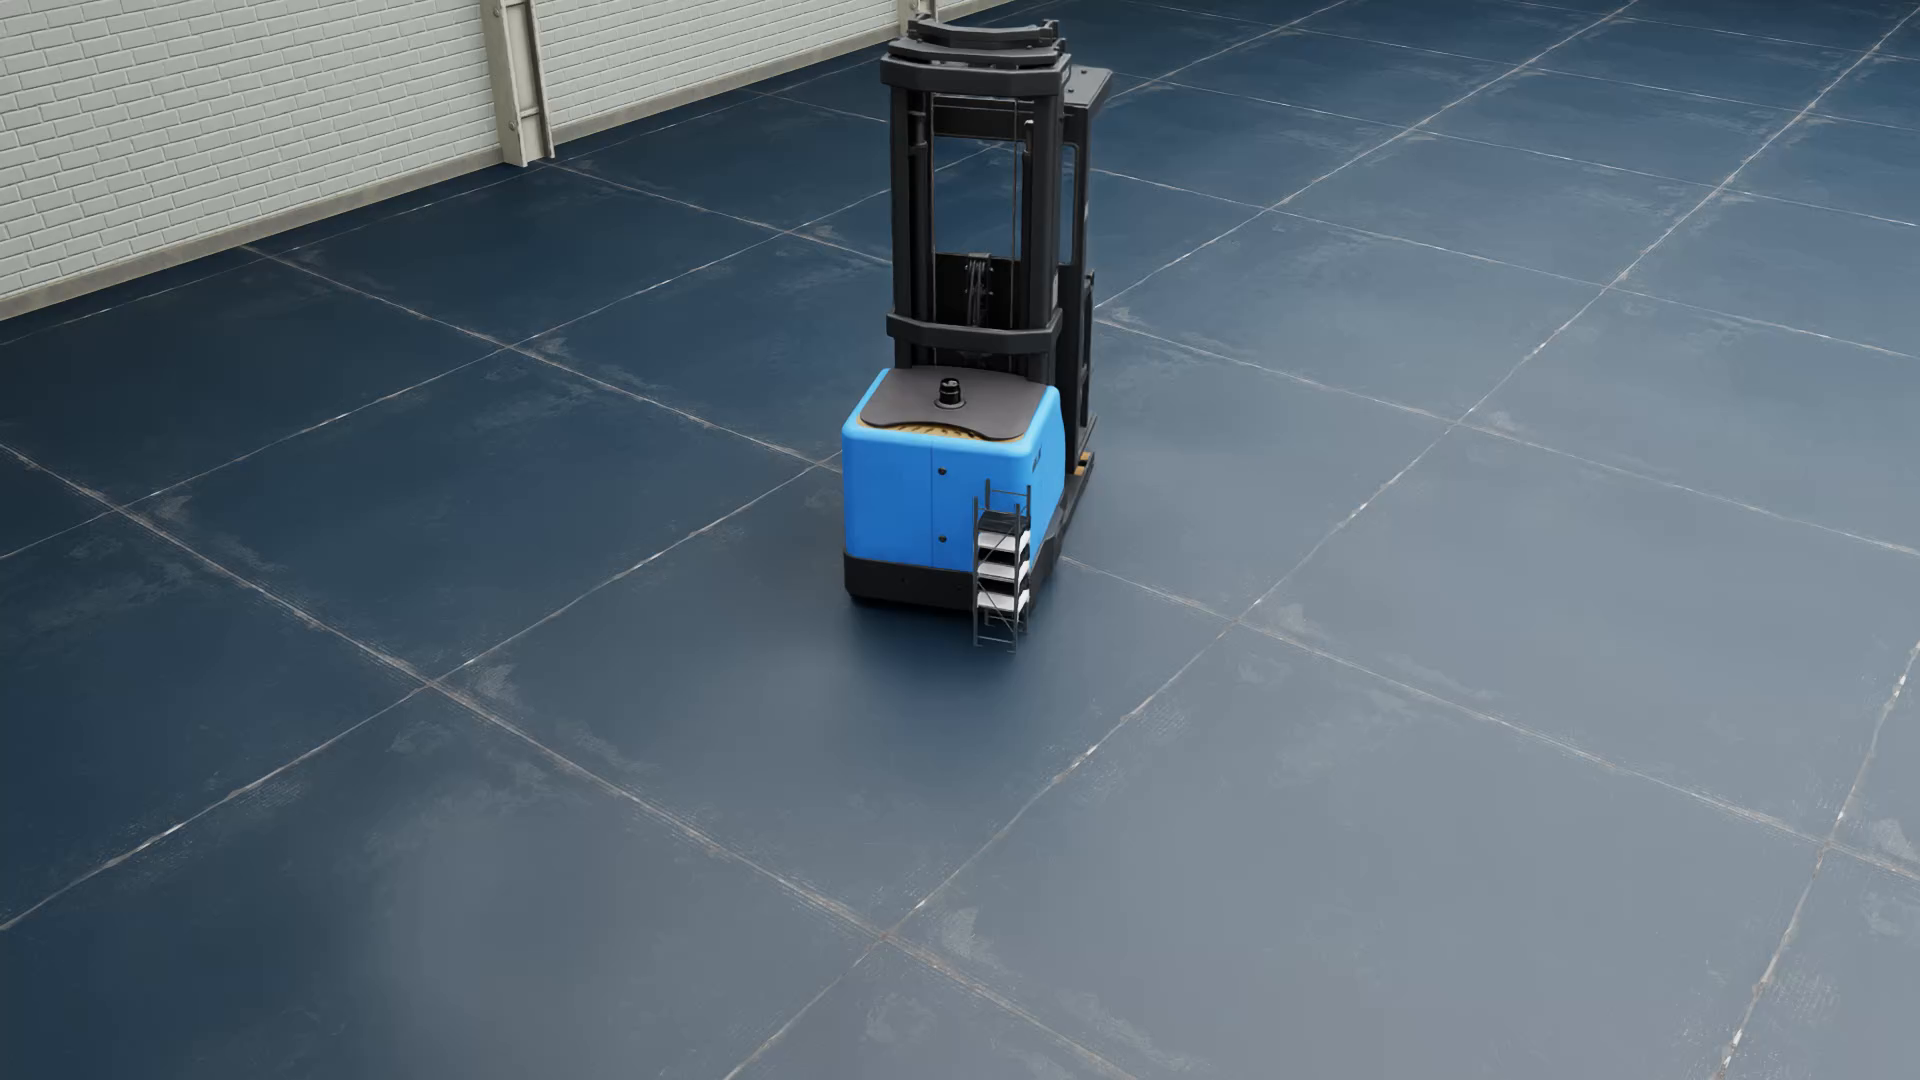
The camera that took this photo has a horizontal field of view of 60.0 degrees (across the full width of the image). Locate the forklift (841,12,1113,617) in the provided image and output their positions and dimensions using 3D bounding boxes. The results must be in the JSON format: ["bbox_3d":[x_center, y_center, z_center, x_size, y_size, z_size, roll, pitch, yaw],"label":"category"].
[{"bbox_3d":[0.222,-1.590,9.558,1.130,2.935,3.031,7,31,12],"label":"forklift"}]

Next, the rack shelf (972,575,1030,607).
[{"bbox_3d":[0.215,0.247,8.693,0.258,0.077,0.200,9,32,15],"label":"rack shelf"}]

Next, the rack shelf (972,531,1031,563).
[{"bbox_3d":[0.215,0.014,8.555,0.258,0.077,0.200,9,32,15],"label":"rack shelf"}]

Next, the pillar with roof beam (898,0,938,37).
[{"bbox_3d":[2.930,-8.629,15.484,9.100,9.000,0.400,21,37,31],"label":"pillar with roof beam"}]

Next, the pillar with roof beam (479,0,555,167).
[{"bbox_3d":[-0.692,-6.190,11.369,9.100,9.000,0.400,21,37,31],"label":"pillar with roof beam"}]

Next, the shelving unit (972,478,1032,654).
[{"bbox_3d":[0.215,0.141,8.630,0.258,0.900,0.210,9,32,15],"label":"shelving unit"}]

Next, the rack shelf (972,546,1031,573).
[{"bbox_3d":[0.215,0.092,8.601,0.258,0.077,0.200,9,32,15],"label":"rack shelf"}]

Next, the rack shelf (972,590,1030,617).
[{"bbox_3d":[0.215,0.324,8.739,0.258,0.077,0.200,9,32,15],"label":"rack shelf"}]

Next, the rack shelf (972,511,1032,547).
[{"bbox_3d":[0.215,-0.063,8.510,0.258,0.077,0.200,9,32,15],"label":"rack shelf"}]

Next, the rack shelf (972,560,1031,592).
[{"bbox_3d":[0.215,0.169,8.647,0.258,0.077,0.200,9,32,15],"label":"rack shelf"}]

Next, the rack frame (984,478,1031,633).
[{"bbox_3d":[0.246,0.091,8.714,0.240,0.900,0.006,9,32,15],"label":"rack frame"}]

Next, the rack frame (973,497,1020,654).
[{"bbox_3d":[0.185,0.190,8.547,0.240,0.900,0.006,9,32,15],"label":"rack frame"}]
